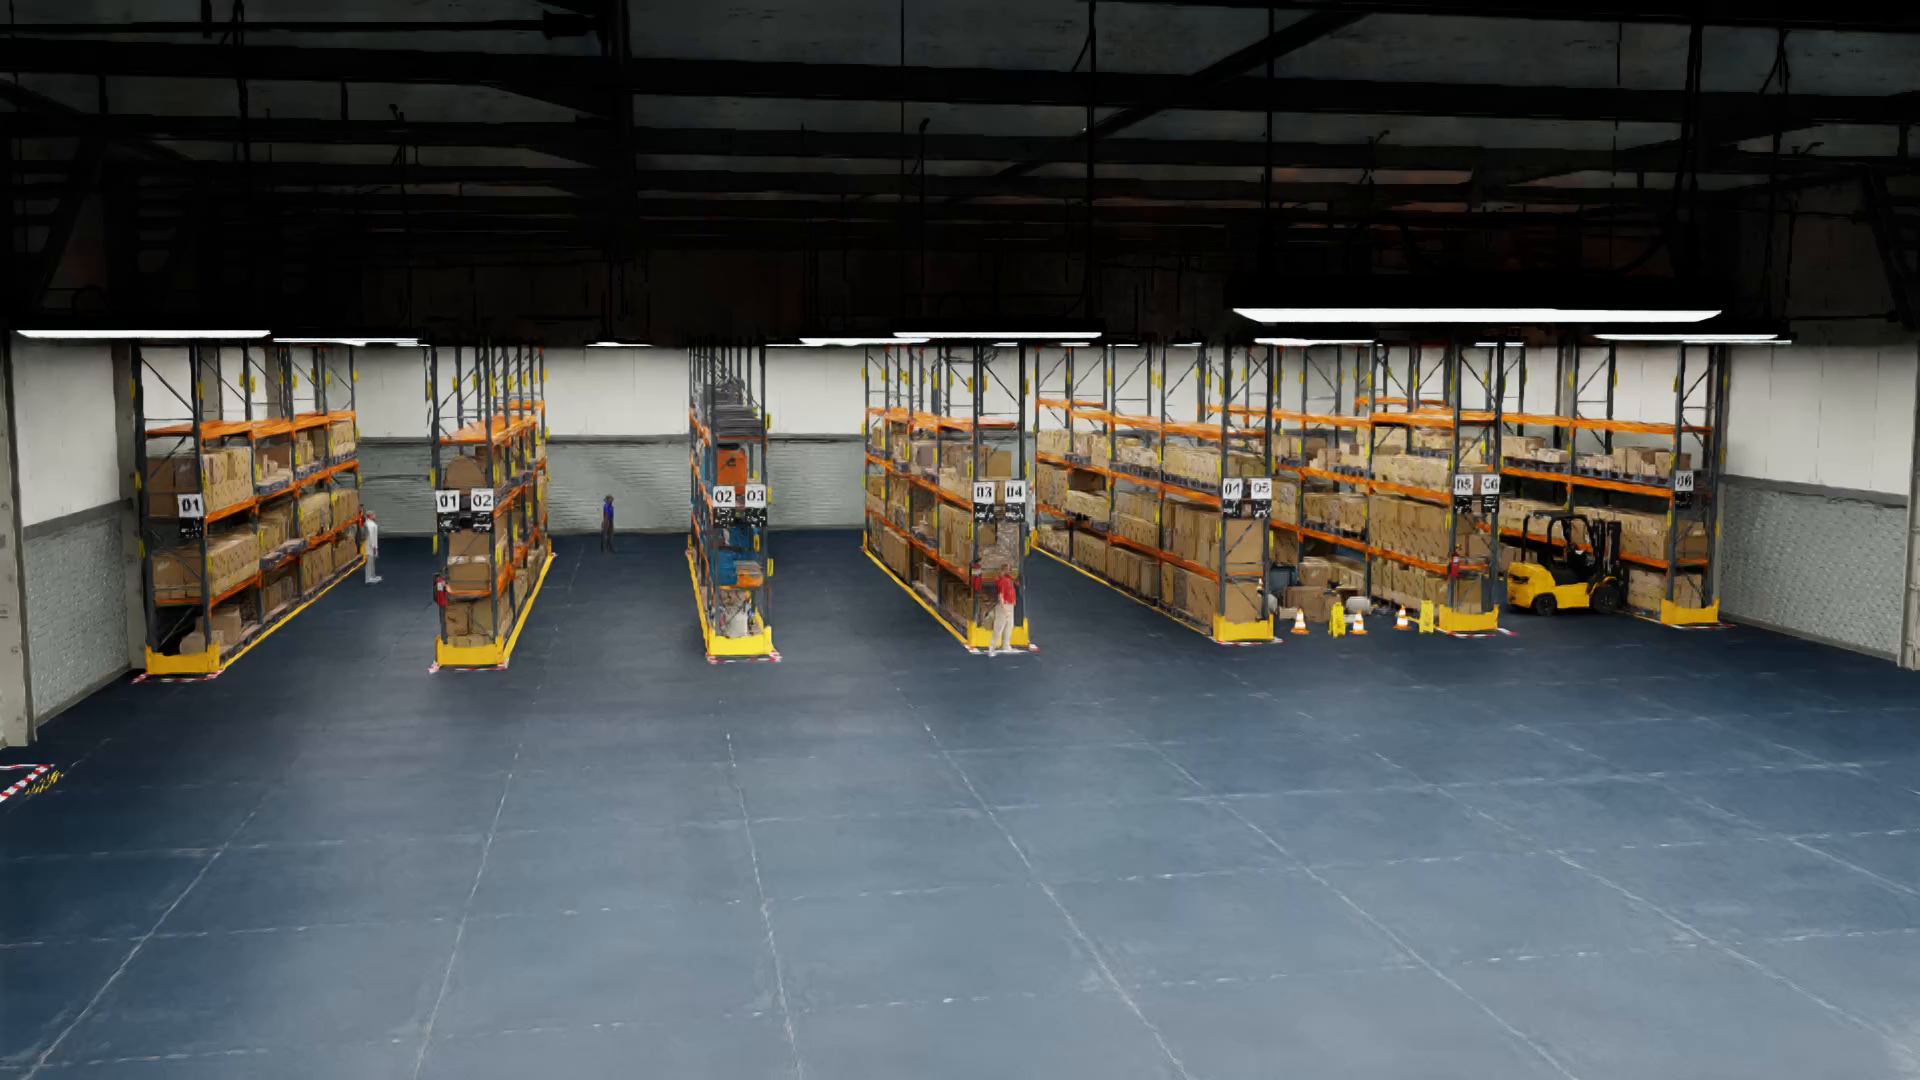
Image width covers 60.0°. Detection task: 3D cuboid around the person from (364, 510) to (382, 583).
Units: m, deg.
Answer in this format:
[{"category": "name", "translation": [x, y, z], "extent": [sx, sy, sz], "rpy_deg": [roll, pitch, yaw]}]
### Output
[{"category": "person", "translation": [-14.433, 0.142, 40.840], "extent": [0.446, 1.782, 0.674], "rpy_deg": [-3, 7, -26]}]

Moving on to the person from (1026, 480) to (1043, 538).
[{"category": "person", "translation": [2.291, -0.929, 50.447], "extent": [0.620, 1.785, 0.566], "rpy_deg": [-6, 9, -44]}]

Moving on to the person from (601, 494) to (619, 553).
[{"category": "person", "translation": [-9.905, -0.475, 46.847], "extent": [0.416, 1.663, 0.571], "rpy_deg": [1, 7, 11]}]

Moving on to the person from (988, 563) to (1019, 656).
[{"category": "person", "translation": [0.796, 1.294, 31.226], "extent": [0.469, 1.727, 0.727], "rpy_deg": [3, 7, 23]}]
